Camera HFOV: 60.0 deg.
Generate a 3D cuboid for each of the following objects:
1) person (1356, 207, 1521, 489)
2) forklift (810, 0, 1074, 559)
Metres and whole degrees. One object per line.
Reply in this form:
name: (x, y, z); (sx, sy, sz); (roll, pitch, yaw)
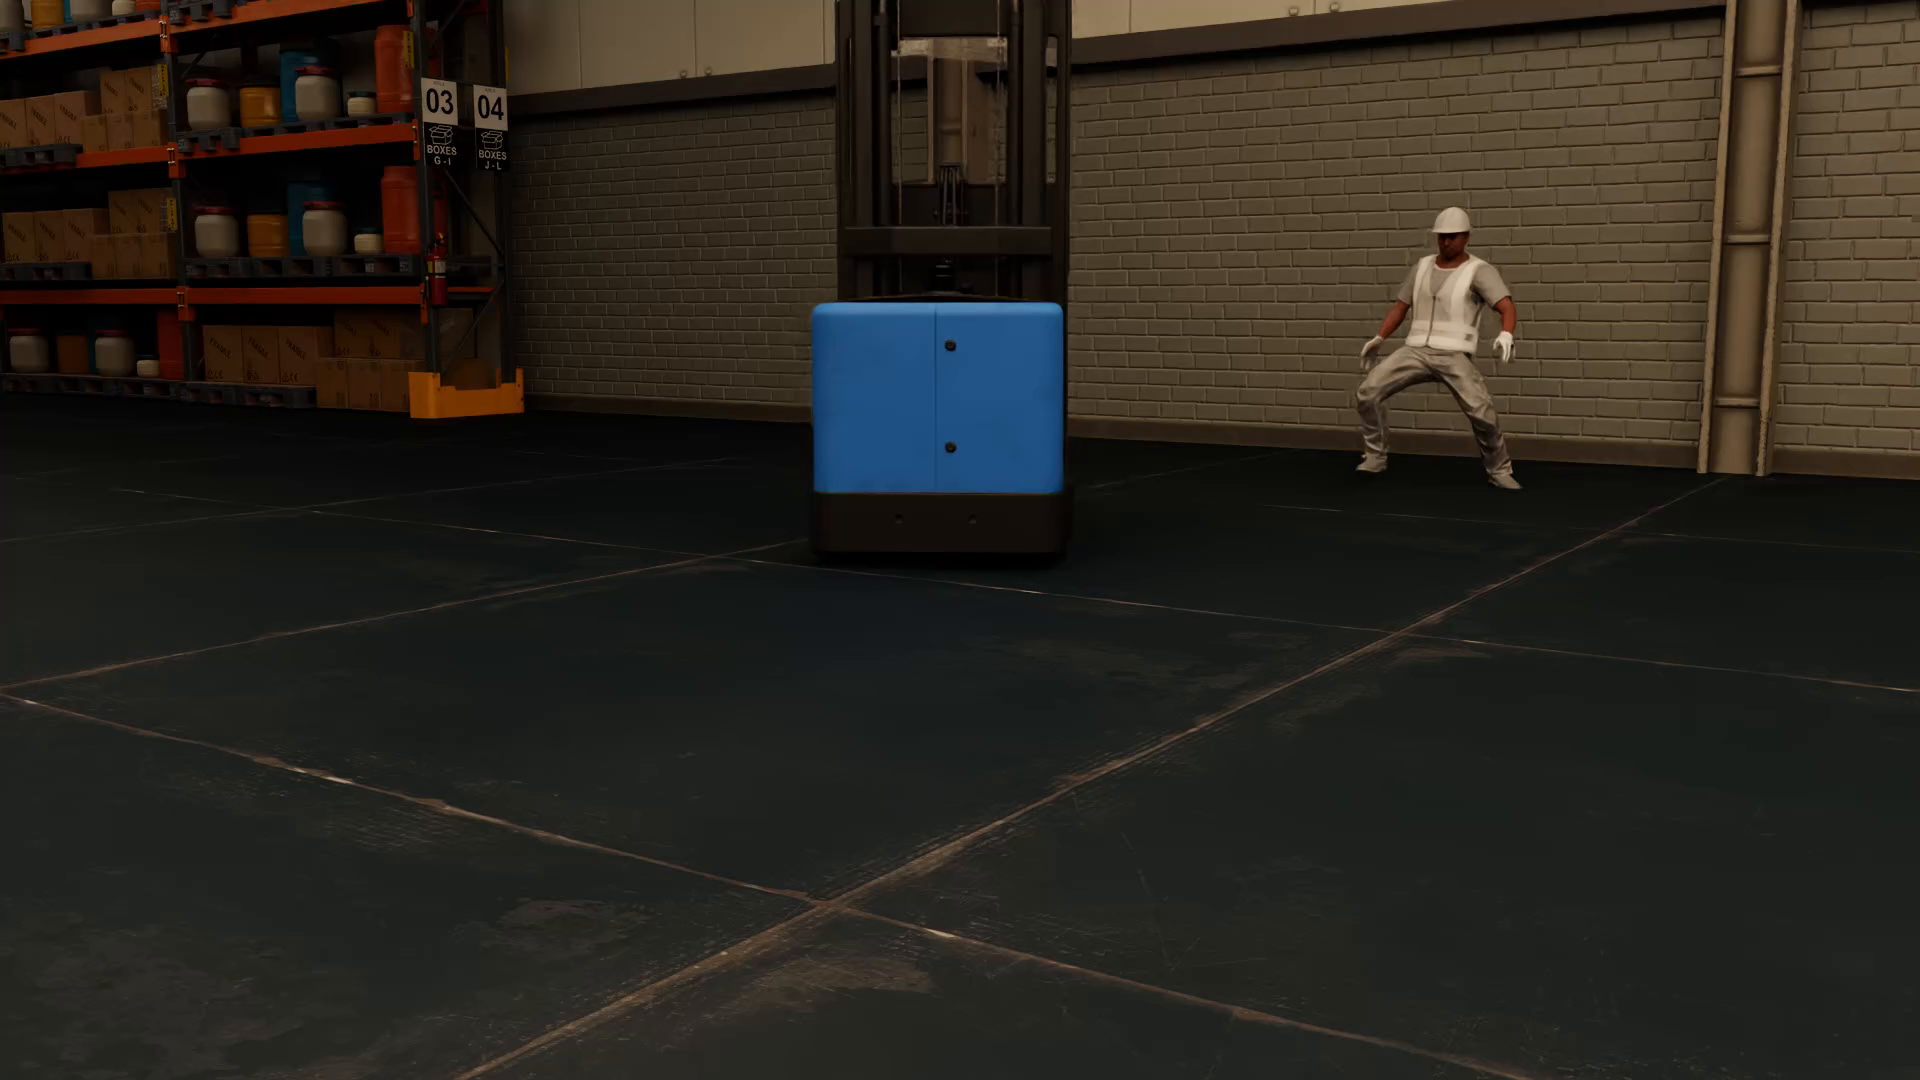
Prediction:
person: (2.857, -1.118, 9.761); (1.018, 1.645, 0.691); (8, 11, 43)
forklift: (-0.020, -1.541, 8.031); (1.130, 2.935, 3.031); (0, 8, 3)
